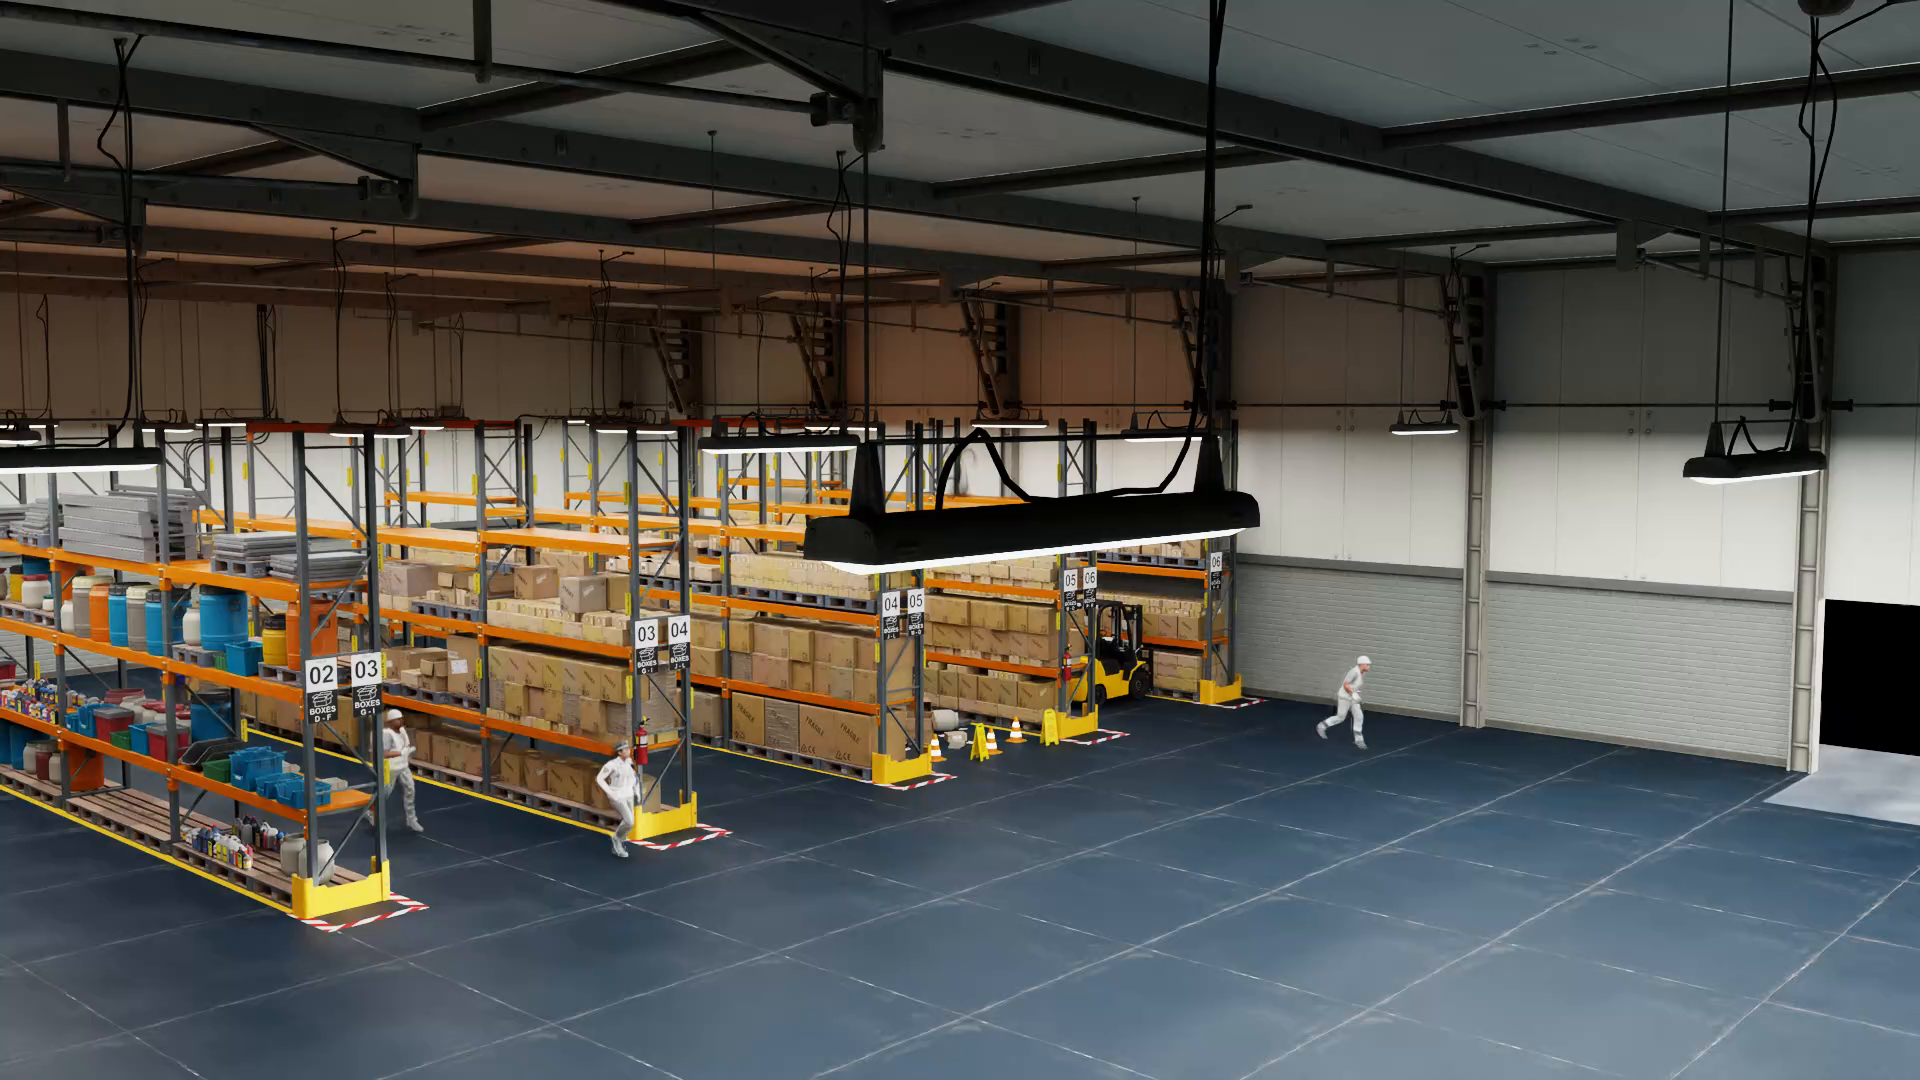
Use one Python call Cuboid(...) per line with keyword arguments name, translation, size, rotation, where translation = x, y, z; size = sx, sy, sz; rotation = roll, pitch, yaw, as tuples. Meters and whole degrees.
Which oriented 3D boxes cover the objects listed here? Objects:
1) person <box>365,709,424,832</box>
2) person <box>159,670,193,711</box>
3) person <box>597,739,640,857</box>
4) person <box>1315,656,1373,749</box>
Cuboid(name="person", translation=(-8.395, 3.402, 24.632), size=(0.930, 1.812, 0.672), rotation=(2, 5, 18))
Cuboid(name="person", translation=(-14.909, 2.927, 31.746), size=(0.561, 1.621, 0.567), rotation=(-4, 6, -42))
Cuboid(name="person", translation=(-4.687, 3.608, 23.214), size=(0.523, 1.660, 0.642), rotation=(3, 6, 35))
Cuboid(name="person", translation=(7.116, 2.979, 30.828), size=(1.053, 1.730, 0.690), rotation=(2, 5, 27))
